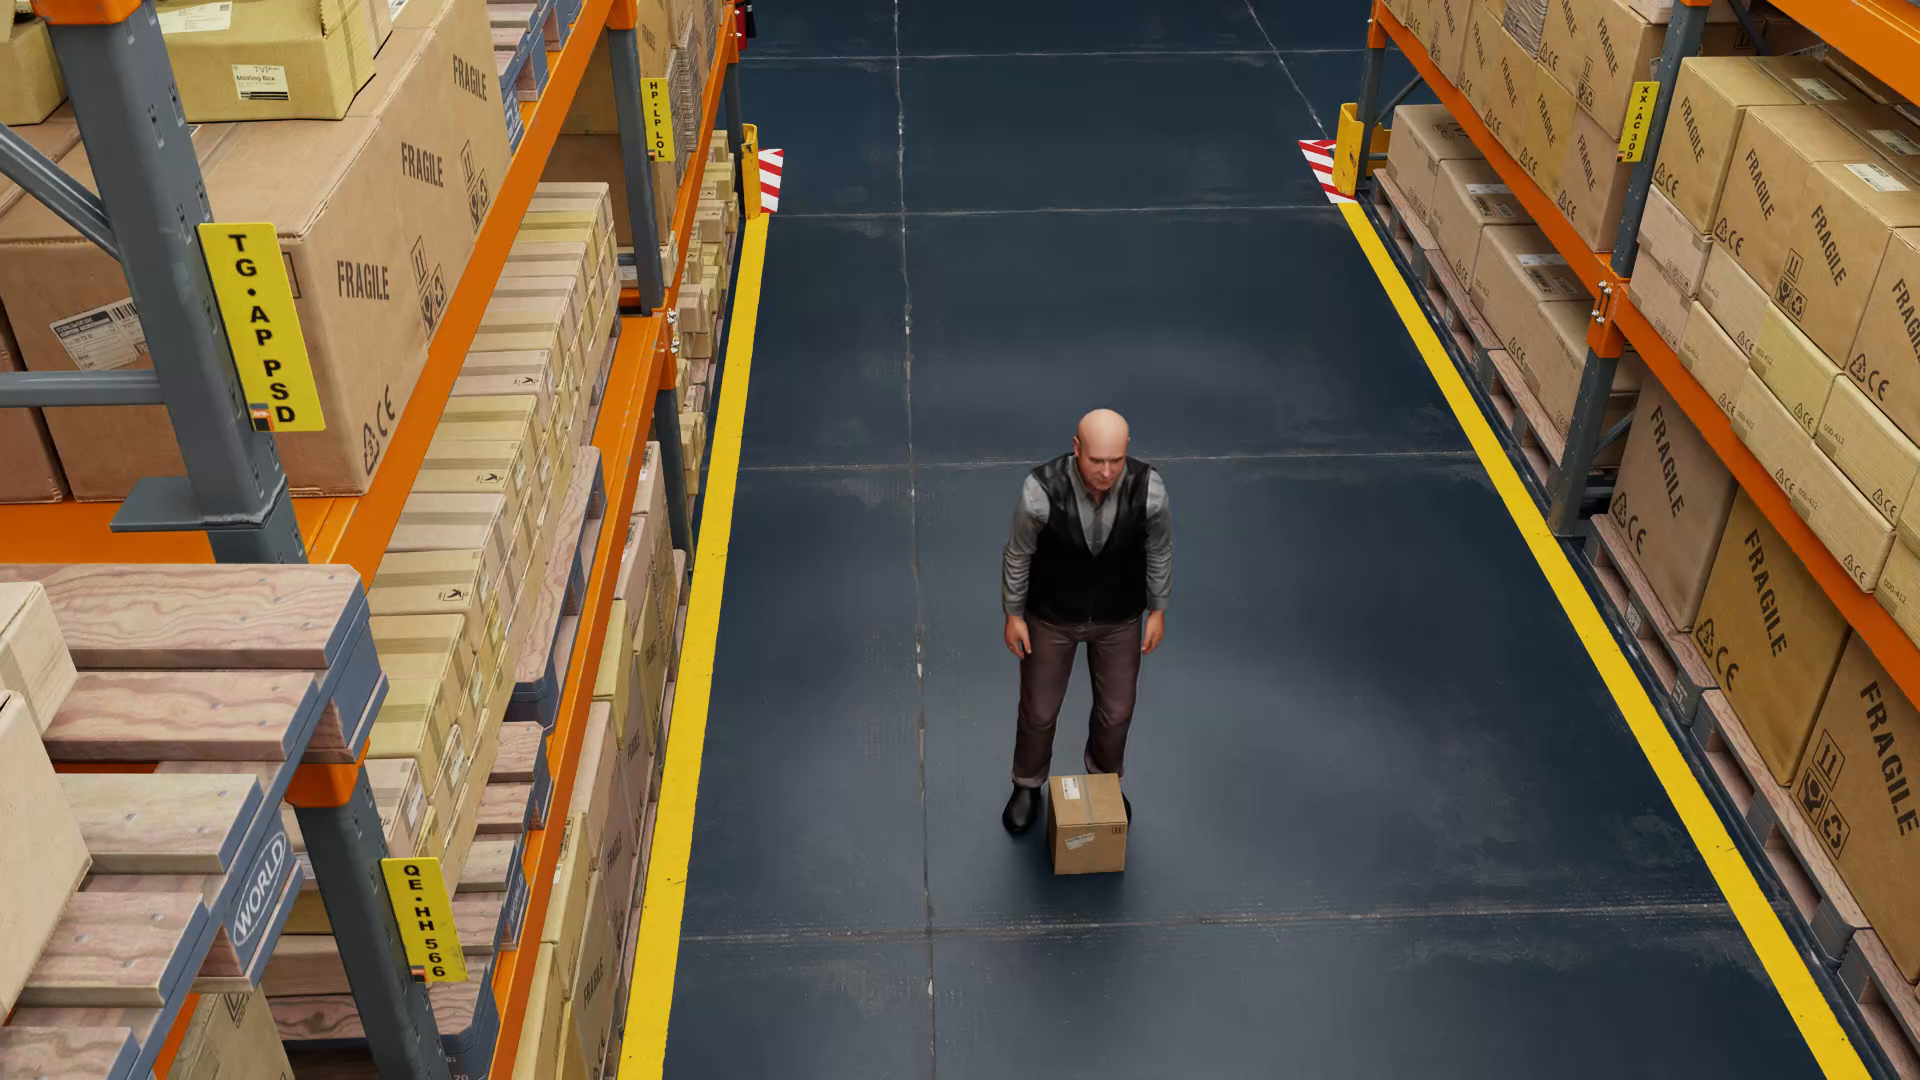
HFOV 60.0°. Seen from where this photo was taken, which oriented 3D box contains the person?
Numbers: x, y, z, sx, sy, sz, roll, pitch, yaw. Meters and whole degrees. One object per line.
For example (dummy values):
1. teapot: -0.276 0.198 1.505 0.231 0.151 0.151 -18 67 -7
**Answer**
1. person: 0.433 0.259 5.796 0.583 1.721 0.412 -2 35 -3
